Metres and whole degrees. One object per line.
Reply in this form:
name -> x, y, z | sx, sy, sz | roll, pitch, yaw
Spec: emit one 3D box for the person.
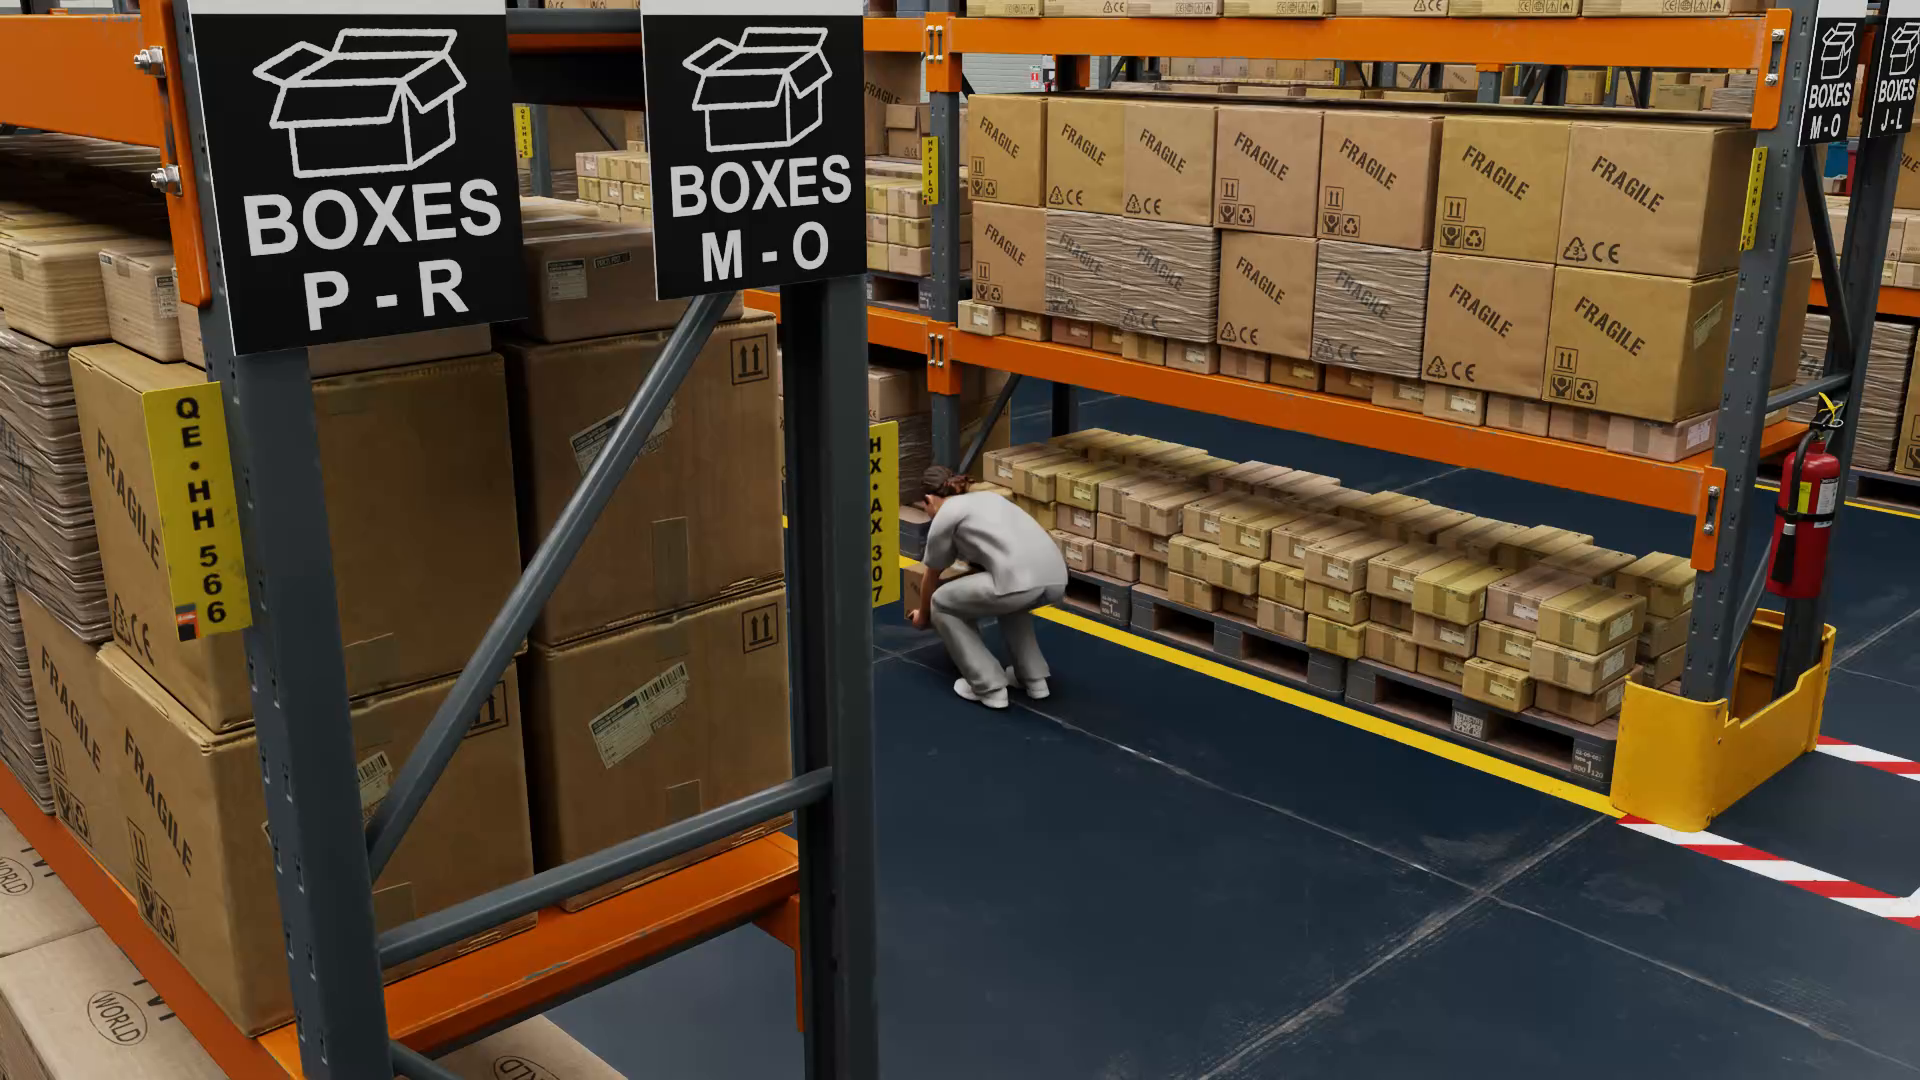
person -> 0.102, 0.192, 7.191 | 0.467, 0.930, 0.851 | -12, 21, -34
